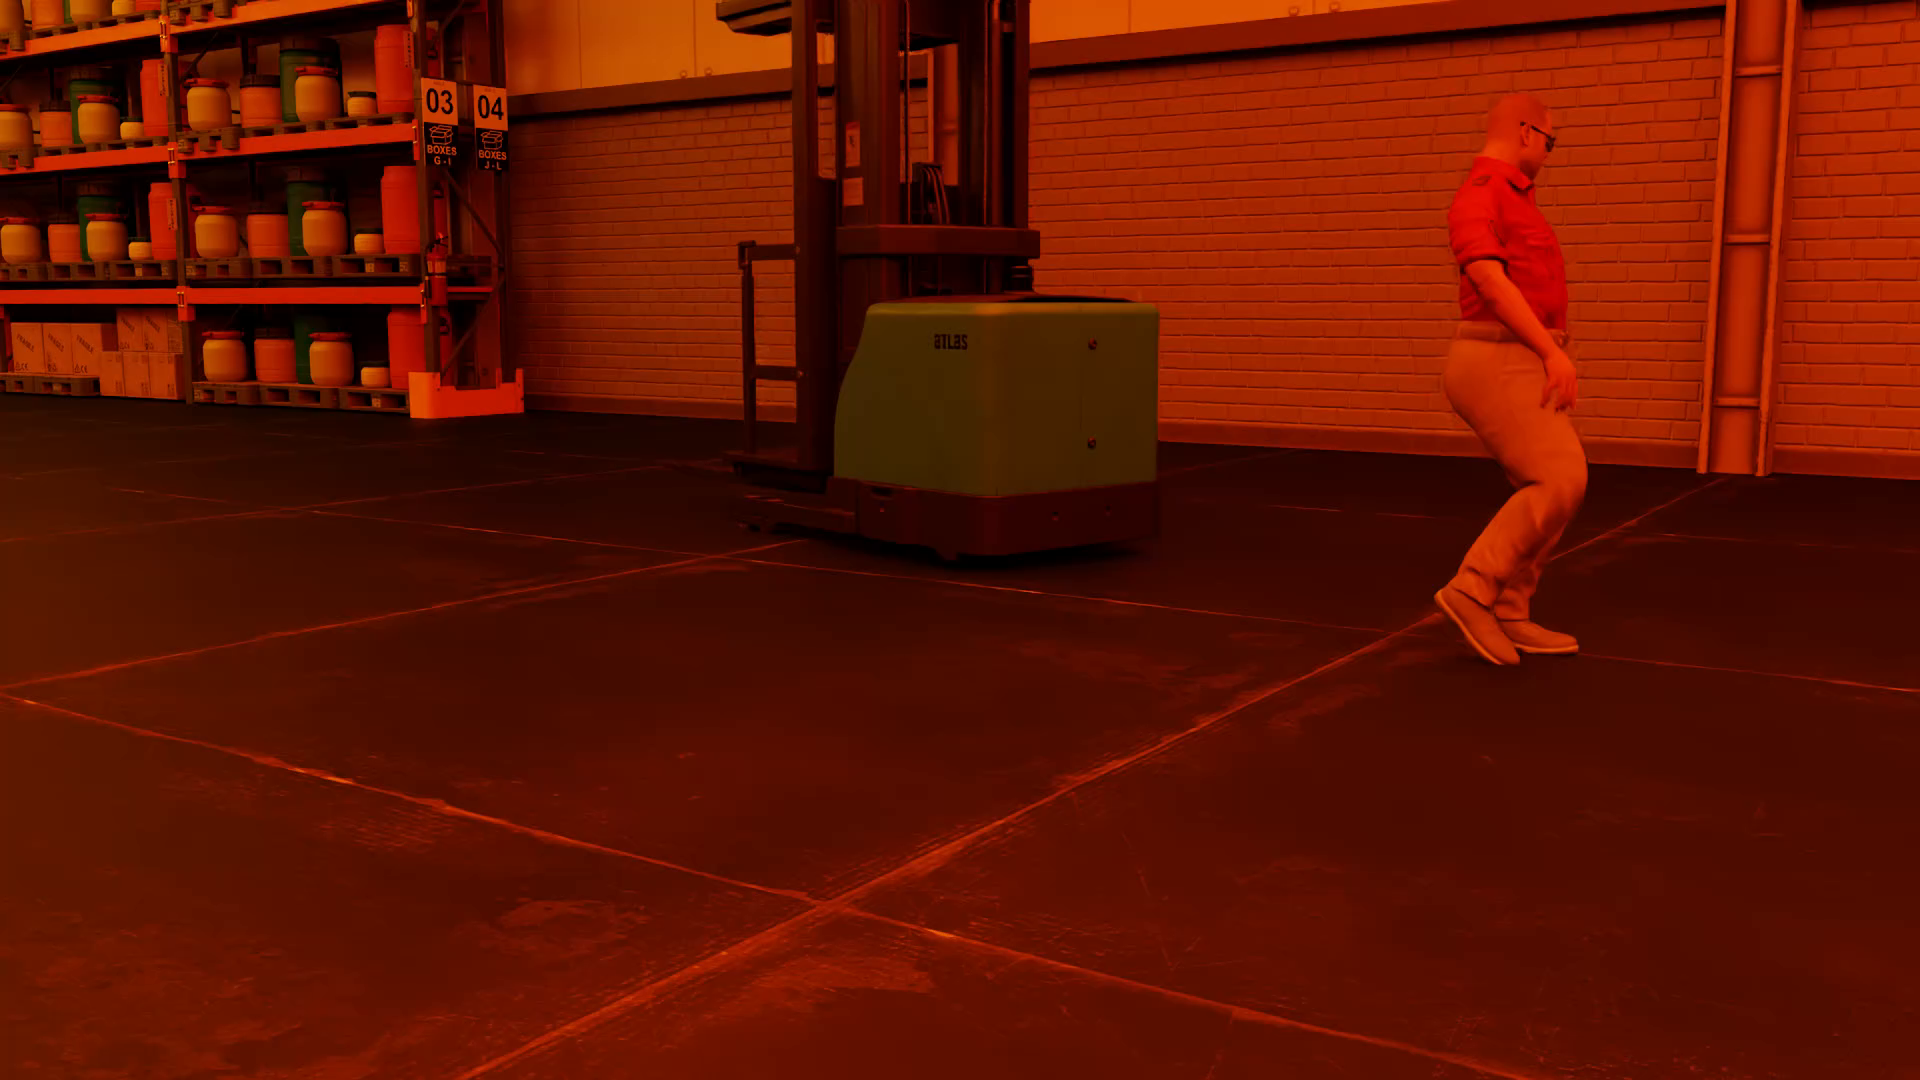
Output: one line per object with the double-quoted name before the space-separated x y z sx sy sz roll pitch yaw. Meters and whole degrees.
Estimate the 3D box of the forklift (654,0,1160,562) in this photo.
"forklift" -0.450 -1.522 7.892 1.130 2.935 3.031 -7 10 -39

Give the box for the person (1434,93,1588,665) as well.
"person" 1.734 -0.487 5.110 0.479 1.724 0.801 5 9 31
